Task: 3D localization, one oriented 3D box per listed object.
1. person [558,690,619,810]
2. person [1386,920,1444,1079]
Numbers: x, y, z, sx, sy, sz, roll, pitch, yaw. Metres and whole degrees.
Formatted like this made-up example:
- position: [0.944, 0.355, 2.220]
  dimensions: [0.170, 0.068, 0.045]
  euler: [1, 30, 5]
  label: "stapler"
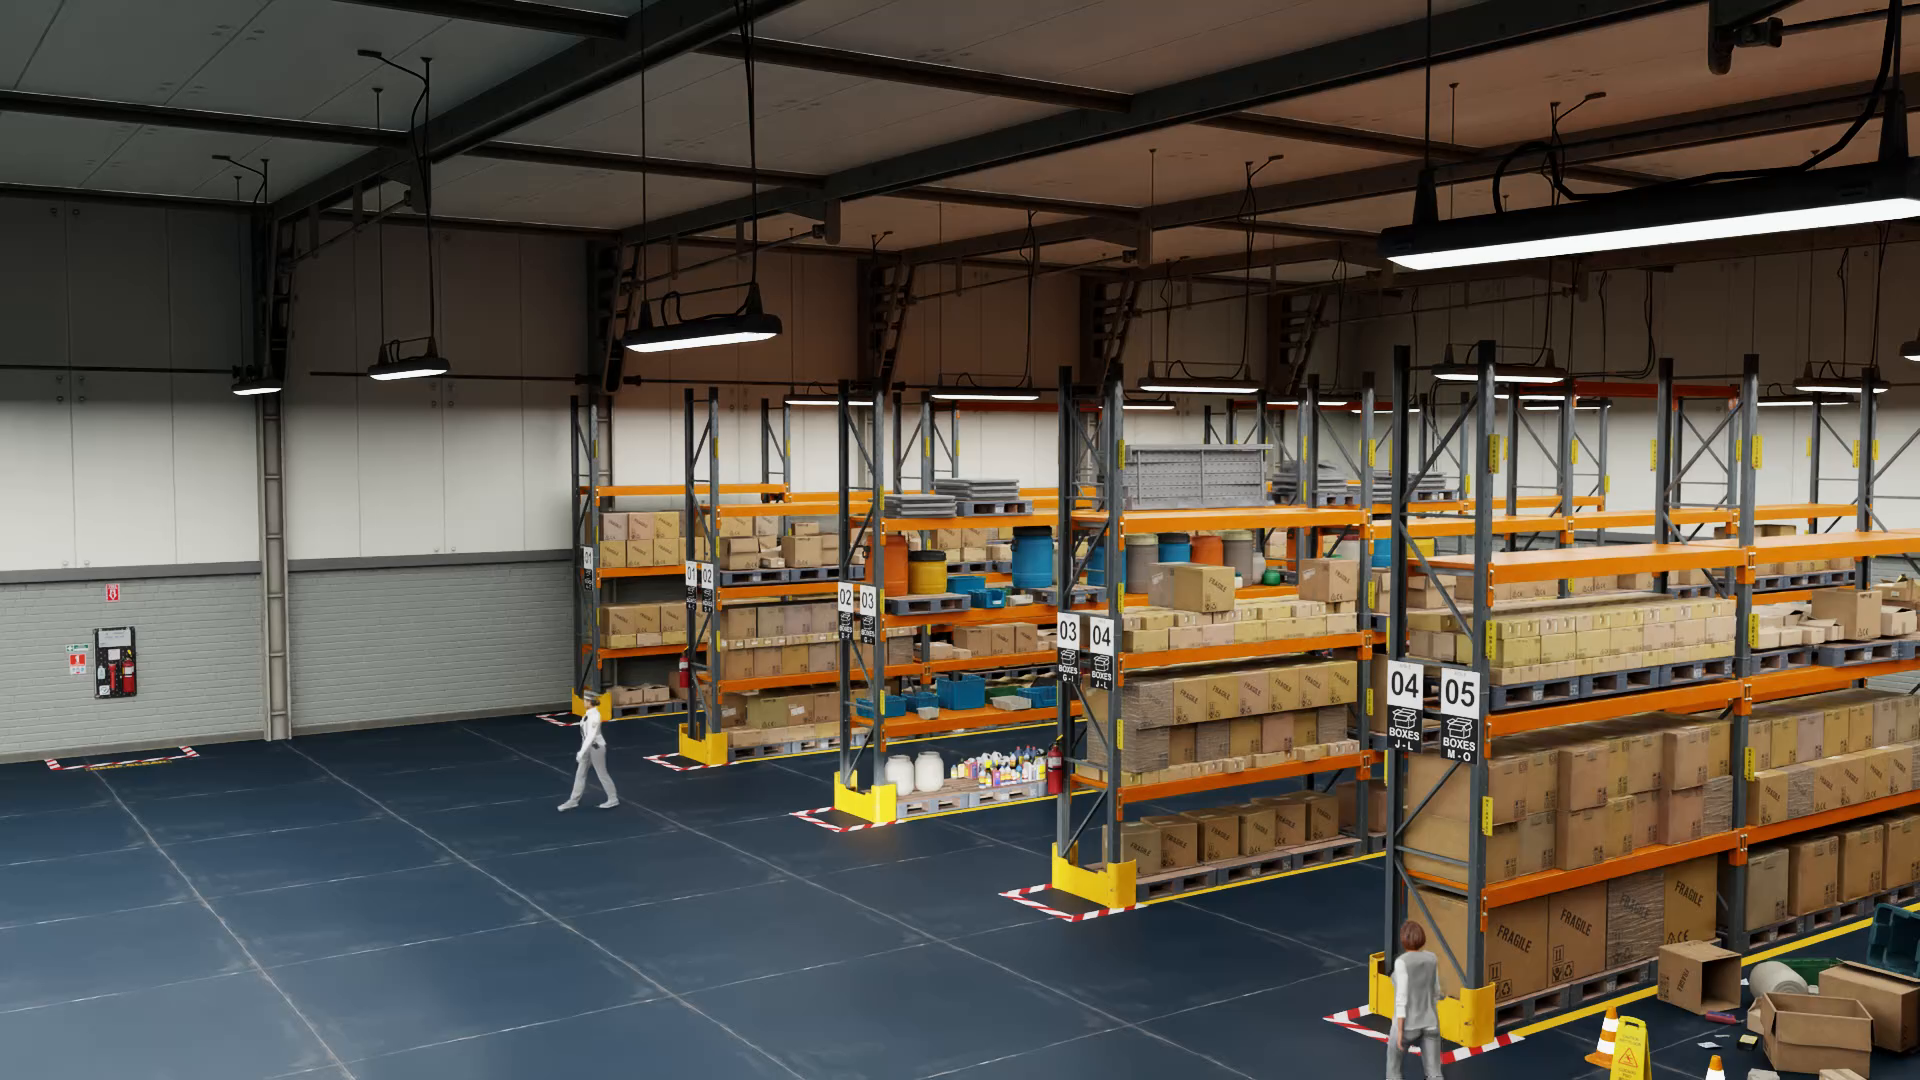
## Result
- position: [-5.196, 2.925, 23.193]
  dimensions: [0.831, 1.648, 0.523]
  euler: [-1, 4, -23]
  label: "person"
- position: [3.420, 3.623, 12.488]
  dimensions: [0.446, 1.528, 0.975]
  euler: [-1, 4, -16]
  label: "person"
